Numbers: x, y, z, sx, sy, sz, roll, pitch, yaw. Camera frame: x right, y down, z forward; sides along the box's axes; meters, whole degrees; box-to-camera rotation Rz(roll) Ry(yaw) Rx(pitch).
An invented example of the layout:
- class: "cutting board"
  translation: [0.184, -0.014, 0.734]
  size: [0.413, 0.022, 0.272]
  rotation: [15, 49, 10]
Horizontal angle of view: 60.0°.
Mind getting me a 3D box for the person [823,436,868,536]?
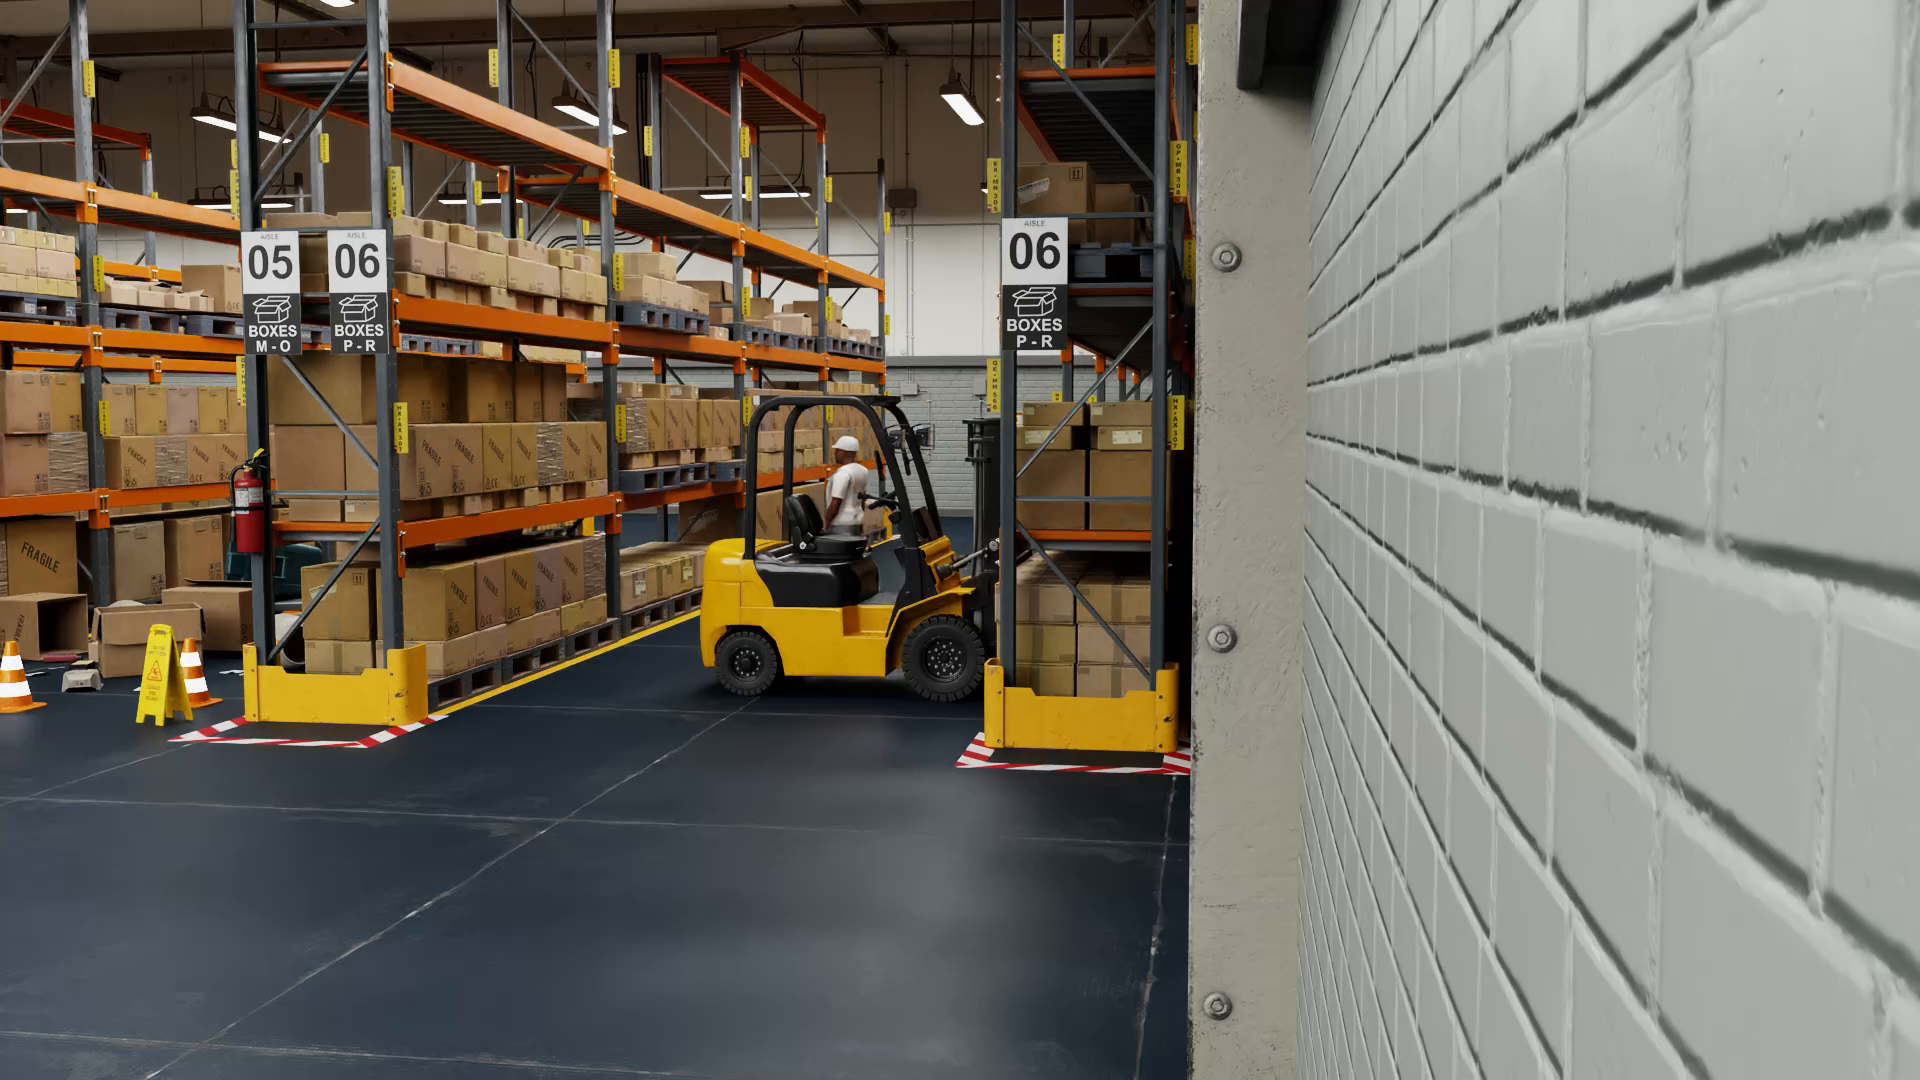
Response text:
- class: "person"
  translation: [-1.198, -0.129, 16.539]
  size: [0.487, 1.809, 0.620]
  rotation: [2, 5, 23]
